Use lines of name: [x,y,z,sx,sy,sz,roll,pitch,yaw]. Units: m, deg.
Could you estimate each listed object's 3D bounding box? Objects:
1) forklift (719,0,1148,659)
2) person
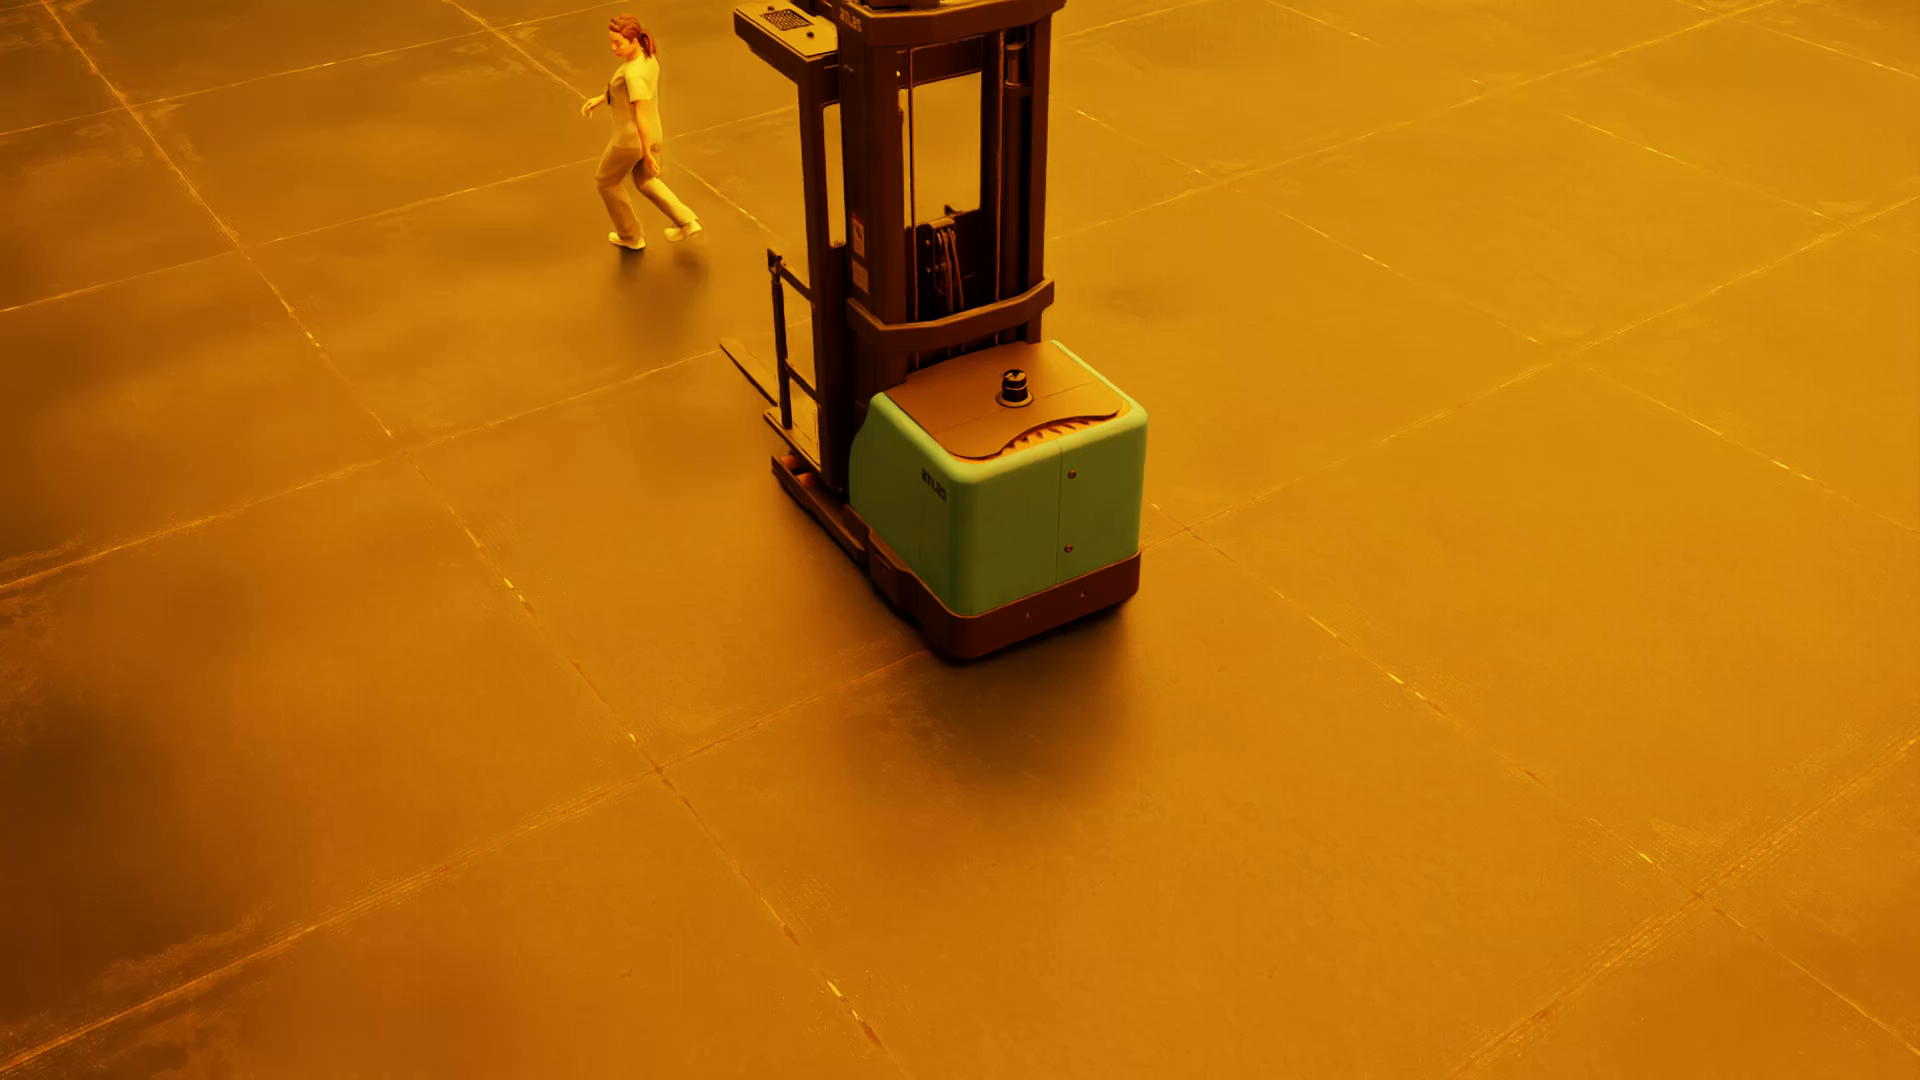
forklift: [-0.332,-1.490,7.959,1.130,2.935,3.031,-20,41,-24]
person: [-2.058,-2.538,10.510,0.711,1.604,0.522,17,40,21]
